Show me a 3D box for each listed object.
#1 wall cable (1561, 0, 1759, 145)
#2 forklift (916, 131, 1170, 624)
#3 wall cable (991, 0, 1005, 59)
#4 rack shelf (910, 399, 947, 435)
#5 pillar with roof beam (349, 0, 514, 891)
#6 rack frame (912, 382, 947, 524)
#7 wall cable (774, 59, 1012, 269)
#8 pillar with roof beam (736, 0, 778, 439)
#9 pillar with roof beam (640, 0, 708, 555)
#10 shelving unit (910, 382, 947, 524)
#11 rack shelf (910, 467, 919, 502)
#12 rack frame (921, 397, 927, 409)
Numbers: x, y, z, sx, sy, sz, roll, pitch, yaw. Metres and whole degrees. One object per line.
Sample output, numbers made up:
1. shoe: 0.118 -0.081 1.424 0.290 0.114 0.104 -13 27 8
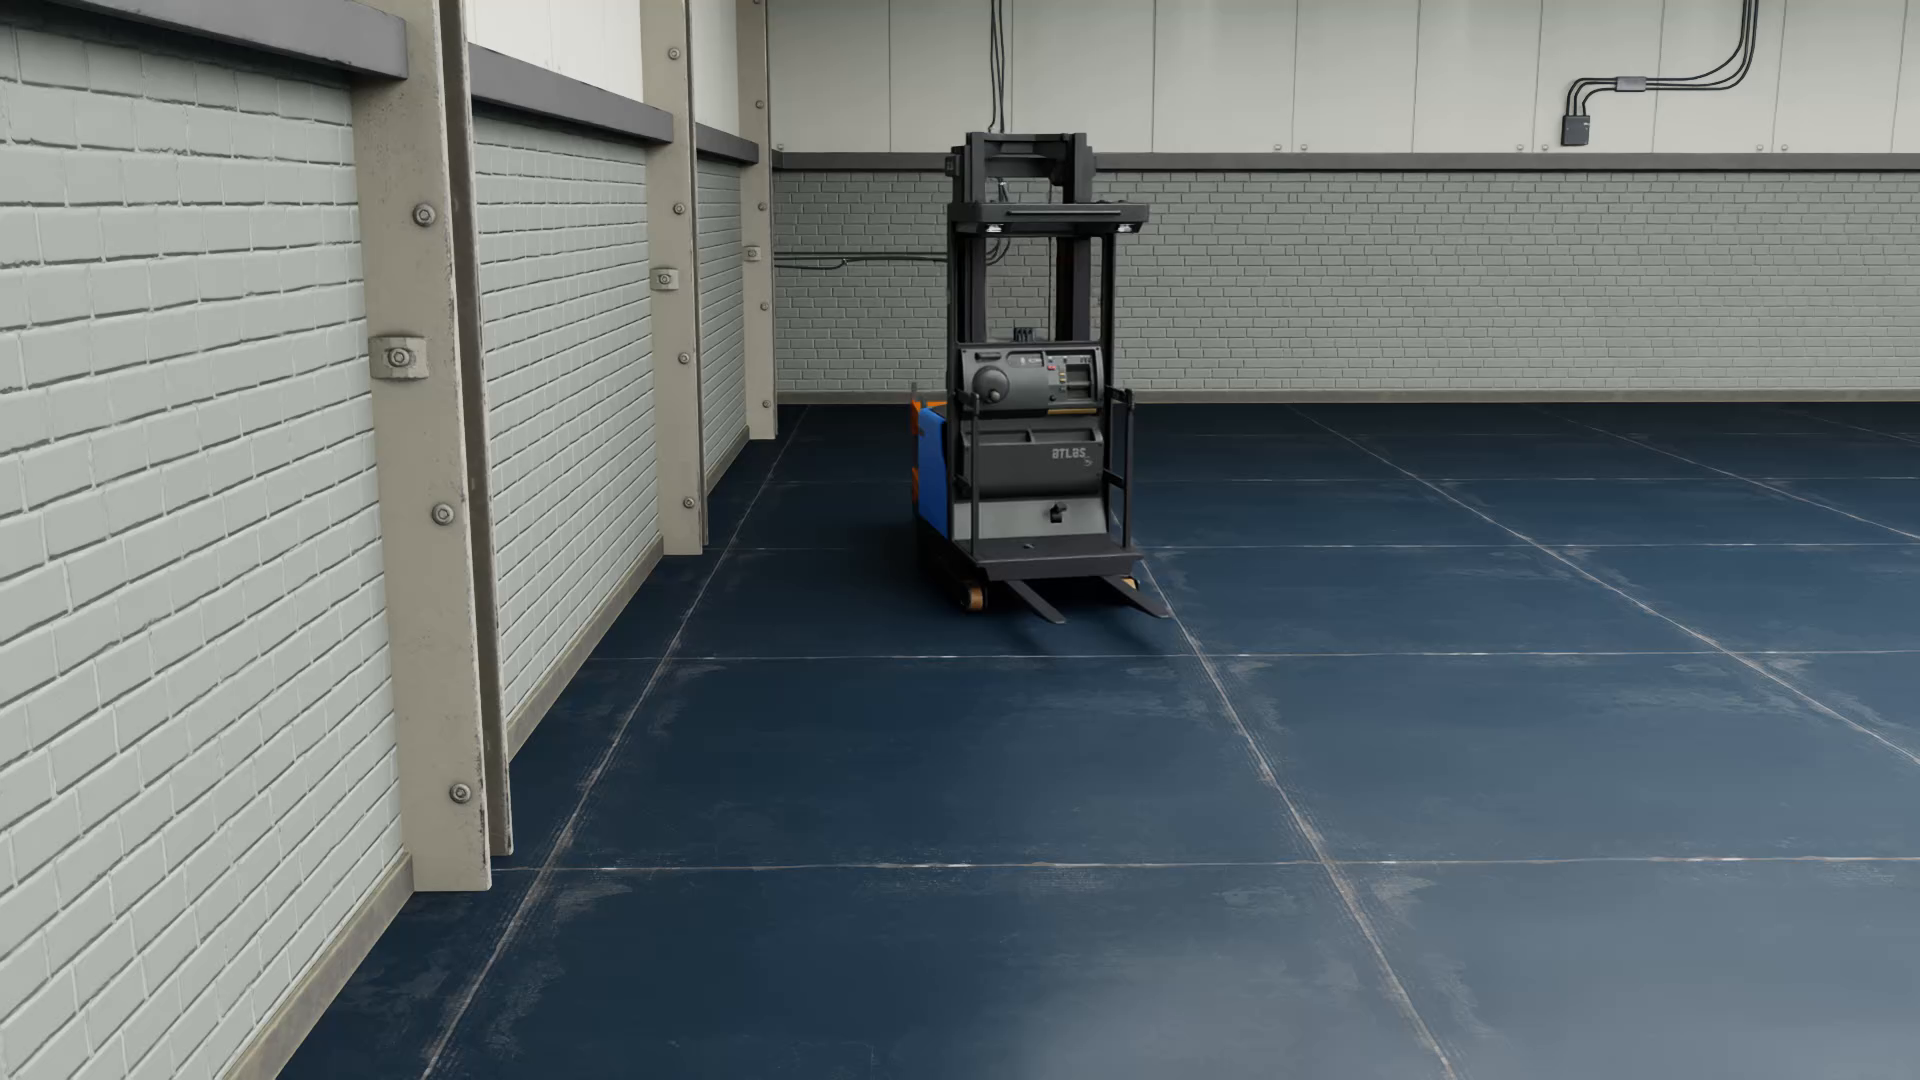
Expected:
1. wall cable: 8.598 -7.830 19.966 2.305 6.003 0.169 0 11 -1
2. forklift: 0.514 -1.068 10.452 1.130 2.935 3.031 -3 12 -13
3. wall cable: 1.811 -7.091 19.988 3.097 2.526 0.112 0 11 -1
4. rack shelf: -0.079 -0.870 12.548 0.538 0.278 1.000 -1 12 -5
5. pillar with roof beam: 2.397 -3.168 5.543 9.100 9.000 0.400 0 11 -1
6. rack frame: -0.128 -0.684 13.103 0.500 1.125 0.032 -1 12 -5
7. wall cable: -0.894 -4.605 20.436 3.097 2.526 0.112 0 11 -1
8. pillar with roof beam: 2.149 -5.554 17.301 9.100 9.000 0.400 0 11 -1
9. pillar with roof beam: 2.273 -4.361 11.422 9.100 9.000 0.400 0 11 -1
10. shelving unit: -0.079 -0.584 12.607 0.538 1.125 1.048 -1 12 -5
11. rack shelf: -0.079 -0.344 12.655 0.538 0.278 1.000 -1 12 -5
12. rack frame: -0.031 -0.483 12.111 0.500 1.125 0.032 -1 12 -5
